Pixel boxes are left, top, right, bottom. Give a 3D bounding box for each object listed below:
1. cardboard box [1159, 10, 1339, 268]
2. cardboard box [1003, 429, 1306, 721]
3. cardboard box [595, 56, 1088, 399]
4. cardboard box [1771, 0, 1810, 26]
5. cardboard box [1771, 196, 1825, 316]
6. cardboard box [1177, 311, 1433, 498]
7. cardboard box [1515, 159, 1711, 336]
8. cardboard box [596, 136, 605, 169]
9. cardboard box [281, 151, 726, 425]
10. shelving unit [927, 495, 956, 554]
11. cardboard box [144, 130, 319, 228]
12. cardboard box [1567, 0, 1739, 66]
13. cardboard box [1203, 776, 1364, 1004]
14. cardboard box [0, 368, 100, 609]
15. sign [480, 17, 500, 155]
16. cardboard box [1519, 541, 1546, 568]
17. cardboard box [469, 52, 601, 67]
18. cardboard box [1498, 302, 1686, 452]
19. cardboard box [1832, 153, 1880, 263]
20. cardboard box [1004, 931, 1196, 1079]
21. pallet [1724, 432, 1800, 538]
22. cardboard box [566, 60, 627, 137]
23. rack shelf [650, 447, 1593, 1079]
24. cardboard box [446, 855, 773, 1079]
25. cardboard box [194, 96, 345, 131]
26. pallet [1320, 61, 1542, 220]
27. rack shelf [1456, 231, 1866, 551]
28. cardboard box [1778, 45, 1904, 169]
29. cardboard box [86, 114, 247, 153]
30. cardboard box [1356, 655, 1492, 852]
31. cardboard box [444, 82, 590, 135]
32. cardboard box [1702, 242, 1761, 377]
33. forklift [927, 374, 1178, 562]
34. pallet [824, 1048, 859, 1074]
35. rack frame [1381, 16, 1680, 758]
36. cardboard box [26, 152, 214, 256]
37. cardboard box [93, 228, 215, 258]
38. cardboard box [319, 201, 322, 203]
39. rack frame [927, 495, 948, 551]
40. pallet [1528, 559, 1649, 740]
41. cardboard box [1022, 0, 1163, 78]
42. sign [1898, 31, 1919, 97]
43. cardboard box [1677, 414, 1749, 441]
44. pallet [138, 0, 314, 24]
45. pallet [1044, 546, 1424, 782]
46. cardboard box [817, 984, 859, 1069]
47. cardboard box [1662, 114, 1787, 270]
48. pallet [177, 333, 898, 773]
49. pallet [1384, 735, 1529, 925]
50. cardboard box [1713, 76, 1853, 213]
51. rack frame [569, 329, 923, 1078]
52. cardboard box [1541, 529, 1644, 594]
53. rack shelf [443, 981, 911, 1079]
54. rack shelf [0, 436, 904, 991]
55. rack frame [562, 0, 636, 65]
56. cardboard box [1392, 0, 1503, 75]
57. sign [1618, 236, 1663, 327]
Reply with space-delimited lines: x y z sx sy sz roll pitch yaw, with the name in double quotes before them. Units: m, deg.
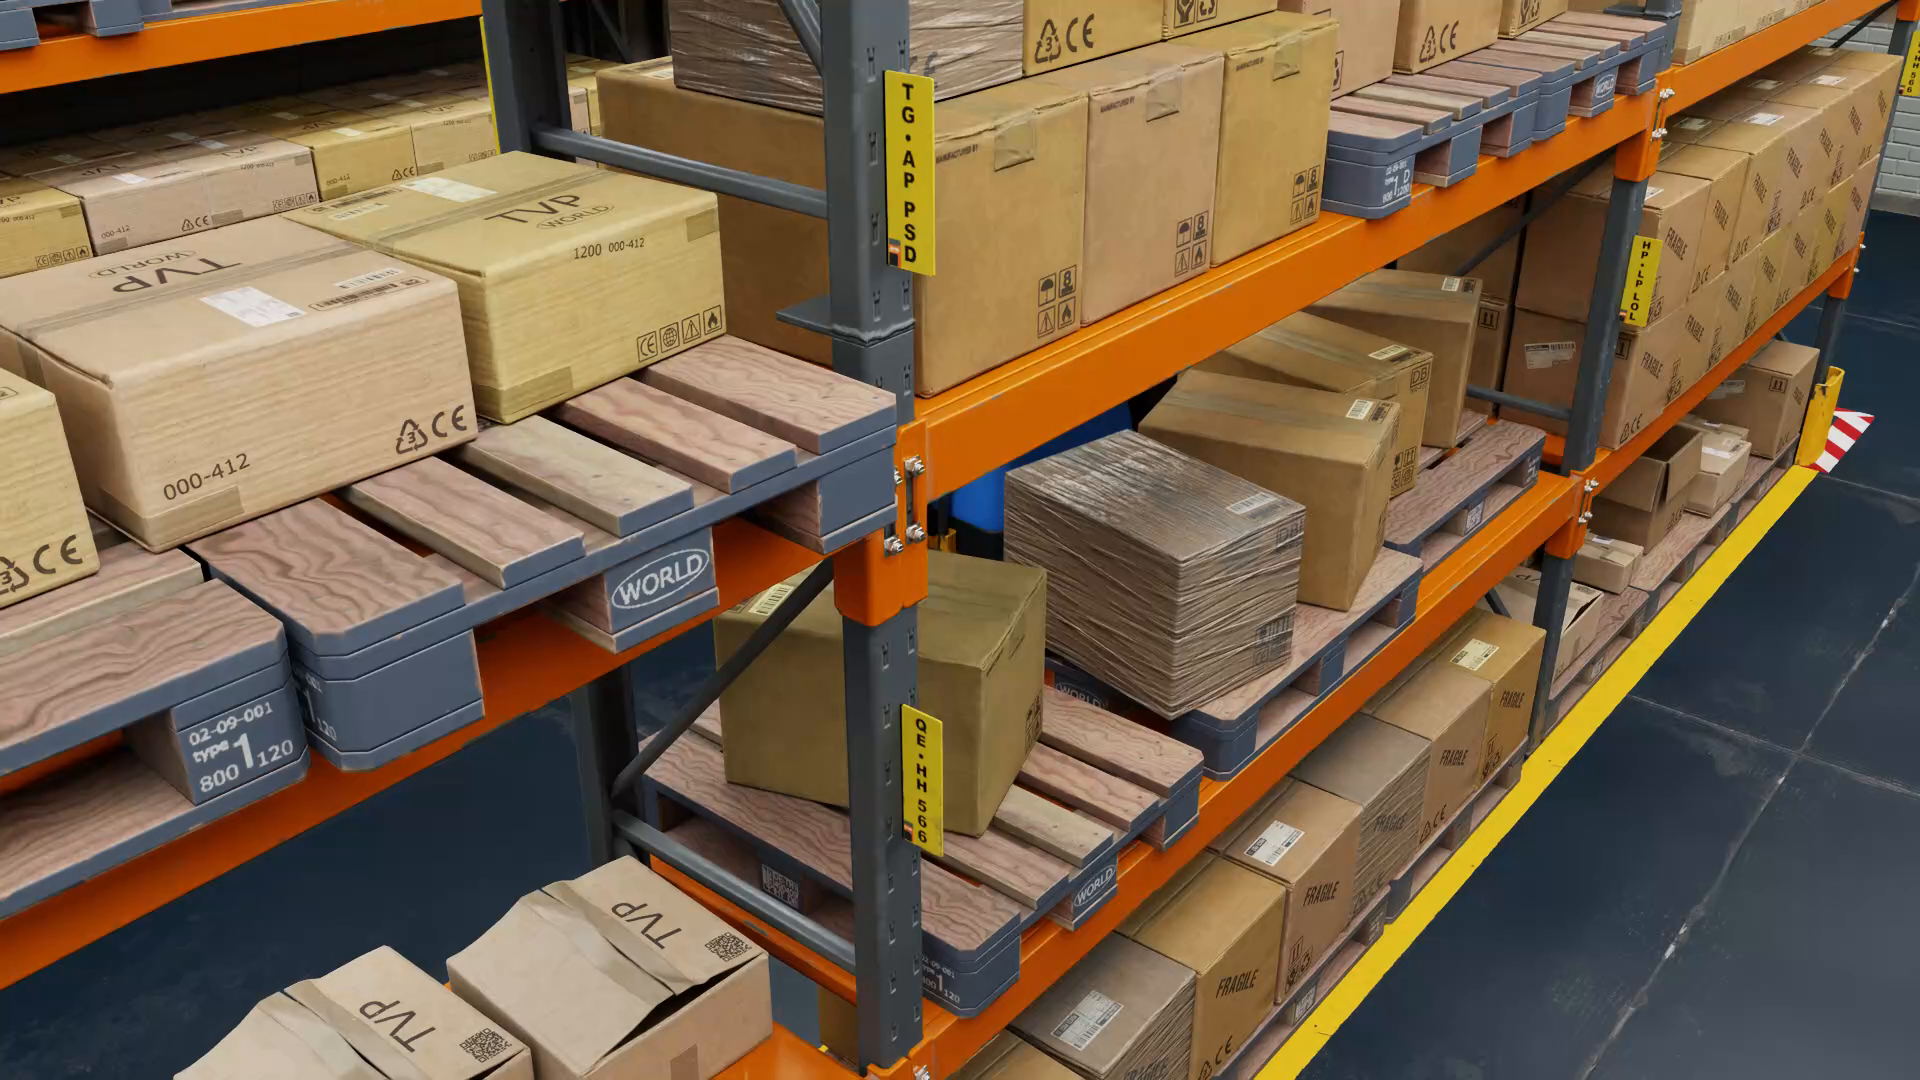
"cardboard box" 0.402 -1.073 4.187 0.910 0.500 0.500 21 34 34
"cardboard box" 0.538 0.078 4.770 0.500 0.500 0.700 -21 34 -34
"cardboard box" -0.253 -0.708 3.481 0.910 0.500 0.500 21 34 34
"cardboard box" 3.180 -2.304 6.837 0.500 0.250 0.500 21 34 34
"cardboard box" 3.861 -1.449 8.178 0.500 0.500 0.500 21 34 35
"cardboard box" 1.178 -0.451 5.792 0.500 0.500 0.700 -22 35 -36
"cardboard box" 2.557 -1.158 6.528 0.500 0.500 0.500 22 34 36
"cardboard box" -1.884 -1.980 8.858 0.500 0.500 0.500 20 33 34
"cardboard box" -0.749 -0.442 2.781 0.500 0.250 0.500 18 32 31
"shelving unit" -0.597 -0.402 7.895 0.587 1.500 1.083 24 36 38
"cardboard box" -3.185 -1.587 7.282 0.500 0.250 0.500 21 34 35
"cardboard box" 2.540 -1.951 6.155 0.500 0.250 0.500 21 34 34
"cardboard box" 0.985 1.120 5.562 0.500 0.500 0.500 19 33 33
"cardboard box" -1.442 -0.051 2.026 0.500 0.250 0.500 20 33 33
"sign" -0.922 -0.888 3.375 0.100 0.325 0.005 21 34 34
"cardboard box" 2.661 -0.137 8.198 0.500 0.311 0.500 21 34 34
"cardboard box" -2.278 -2.463 8.976 0.500 0.250 0.500 22 35 36
"cardboard box" 2.574 -0.731 6.789 0.500 0.500 0.500 22 34 36
"cardboard box" 4.509 -1.809 8.874 0.500 0.500 0.500 22 35 36
"cardboard box" 0.334 1.483 4.861 0.500 0.500 0.500 19 33 33
"pallet" 4.030 -0.455 9.400 1.003 0.211 1.213 21 34 34
"cardboard box" -1.885 -2.310 8.680 0.500 0.250 0.500 22 34 36
"rack shelf" 0.768 0.444 5.411 1.077 0.370 4.000 21 34 34
"cardboard box" -0.769 0.989 3.671 0.500 0.311 0.500 23 35 37
"cardboard box" -3.256 -1.913 7.912 0.500 0.250 0.500 20 33 33
"pallet" 0.914 -1.255 4.851 1.213 0.211 1.003 21 34 34
"rack shelf" 3.312 -0.975 8.152 1.077 0.370 4.000 21 34 34
"cardboard box" 4.513 -2.254 8.645 0.500 0.500 0.500 20 34 34
"cardboard box" -3.580 -1.732 7.563 0.500 0.250 0.500 20 33 33
"cardboard box" 1.626 0.761 6.255 0.500 0.500 0.500 21 34 35
"cardboard box" -2.217 -2.131 8.335 0.500 0.250 0.500 22 34 35
"cardboard box" 3.218 -1.090 7.483 0.500 0.500 0.500 21 34 34
"forklift" 0.853 -1.708 8.862 1.130 2.935 3.031 24 36 38
"pallet" 0.000 1.818 5.006 1.003 0.211 1.213 21 34 34
"rack frame" 2.040 -0.585 6.616 1.000 3.000 0.127 21 34 34
"cardboard box" -3.500 -1.408 6.937 0.500 0.250 0.500 20 34 34
"cardboard box" -3.482 -1.079 7.117 0.500 0.500 0.500 22 35 36
"cardboard box" -2.841 -1.442 7.818 0.500 0.500 0.500 22 34 36
"rack frame" -0.250 -0.567 8.214 0.500 1.500 0.032 24 36 38
"pallet" 2.478 0.410 7.727 1.003 0.211 1.213 21 34 34
"cardboard box" 0.102 -1.321 3.578 0.500 0.500 0.500 21 34 34
"sign" 5.000 -2.489 8.692 0.100 0.325 0.005 21 34 34
"cardboard box" 4.101 -0.558 9.169 0.380 0.166 0.250 21 34 34
"pallet" -3.251 -2.503 7.265 1.003 0.211 1.213 23 35 37
"pallet" 0.729 0.228 5.255 1.003 0.211 1.213 21 34 34
"cardboard box" -0.091 1.348 5.122 0.500 0.500 0.500 22 35 36
"cardboard box" 3.212 -1.524 7.234 0.500 0.500 0.500 20 33 33
"pallet" -0.867 -0.149 2.714 1.213 0.211 1.003 23 35 37
"pallet" 1.552 0.953 6.678 1.003 0.211 1.213 21 34 34
"cardboard box" 3.866 -1.889 7.940 0.500 0.500 0.500 22 34 36
"rack frame" -0.504 0.833 3.875 1.000 3.000 0.127 21 34 34
"cardboard box" 3.016 0.083 7.930 0.380 0.166 0.250 21 34 34
"rack shelf" -1.776 1.862 2.670 1.077 0.370 4.000 21 34 34
"rack shelf" -1.776 0.529 1.980 1.077 0.370 4.000 21 34 34
"rack frame" -1.785 -2.032 9.412 1.000 3.000 0.127 21 34 34
"cardboard box" 1.255 -1.792 5.010 0.600 0.600 0.600 20 34 34
"sign" 2.470 -0.938 6.039 0.100 0.325 0.005 21 34 34
